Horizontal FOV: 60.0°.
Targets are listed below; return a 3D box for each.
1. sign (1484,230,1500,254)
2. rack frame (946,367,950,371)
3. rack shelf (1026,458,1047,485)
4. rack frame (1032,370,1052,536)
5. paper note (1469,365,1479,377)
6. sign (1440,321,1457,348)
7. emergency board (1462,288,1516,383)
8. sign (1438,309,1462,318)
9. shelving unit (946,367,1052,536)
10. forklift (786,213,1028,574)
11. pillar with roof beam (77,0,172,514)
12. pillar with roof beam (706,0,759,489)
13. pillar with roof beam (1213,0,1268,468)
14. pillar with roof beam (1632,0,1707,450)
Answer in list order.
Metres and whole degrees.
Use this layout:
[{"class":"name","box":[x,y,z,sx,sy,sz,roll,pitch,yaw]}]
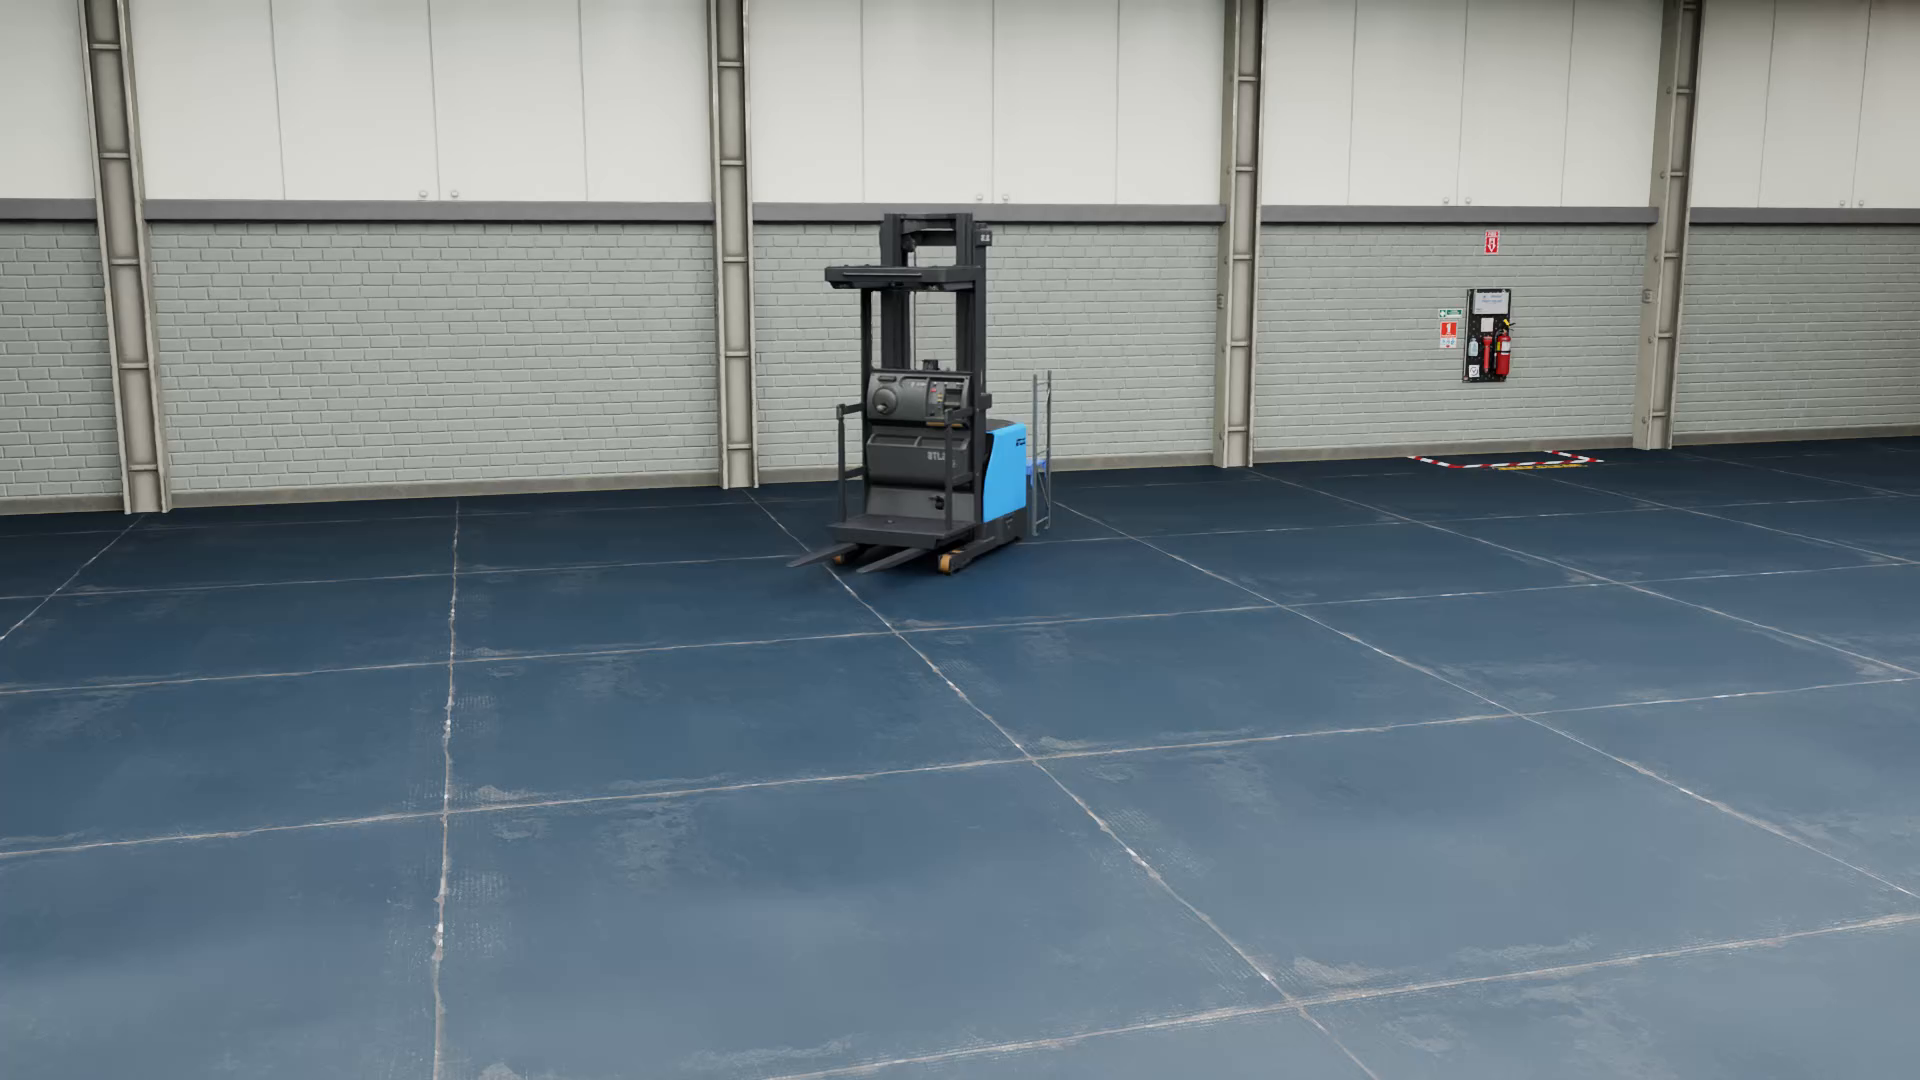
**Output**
[{"class":"sign","box":[6.643,-3.719,20.767,0.199,0.298,0.001,-3,11,-16]},{"class":"rack frame","box":[-0.192,-0.879,15.883,0.032,1.500,0.500,4,11,19]},{"class":"rack shelf","box":[0.286,-0.671,15.748,1.000,0.185,0.538,4,11,19]},{"class":"rack frame","box":[0.765,-0.817,15.547,0.032,1.500,0.500,4,11,19]},{"class":"paper note","box":[6.489,-2.132,20.981,0.142,0.148,0.016,-3,11,-16]},{"class":"sign","box":[6.119,-2.570,20.827,0.234,0.329,0.001,-3,11,-16]},{"class":"emergency board","box":[6.679,-2.563,20.885,0.643,1.169,0.194,-3,11,-16]},{"class":"sign","box":[6.126,-2.829,20.772,0.331,0.109,0.001,-3,11,-16]},{"class":"shelving unit","box":[0.286,-0.848,15.715,1.048,1.500,0.538,4,11,19]},{"class":"forklift","box":[-0.438,-1.248,13.933,1.130,2.935,3.031,5,11,23]},{"class":"pillar with roof beam","box":[-7.017,-3.972,11.972,0.400,9.000,9.100,-3,11,-16]},{"class":"pillar with roof beam","box":[-1.257,-4.276,13.621,0.400,9.000,9.100,-3,11,-16]},{"class":"pillar with roof beam","box":[4.504,-4.579,15.270,0.400,9.000,9.100,-3,11,-16]},{"class":"pillar with roof beam","box":[10.265,-4.883,16.920,0.400,9.000,9.100,-3,11,-16]}]
